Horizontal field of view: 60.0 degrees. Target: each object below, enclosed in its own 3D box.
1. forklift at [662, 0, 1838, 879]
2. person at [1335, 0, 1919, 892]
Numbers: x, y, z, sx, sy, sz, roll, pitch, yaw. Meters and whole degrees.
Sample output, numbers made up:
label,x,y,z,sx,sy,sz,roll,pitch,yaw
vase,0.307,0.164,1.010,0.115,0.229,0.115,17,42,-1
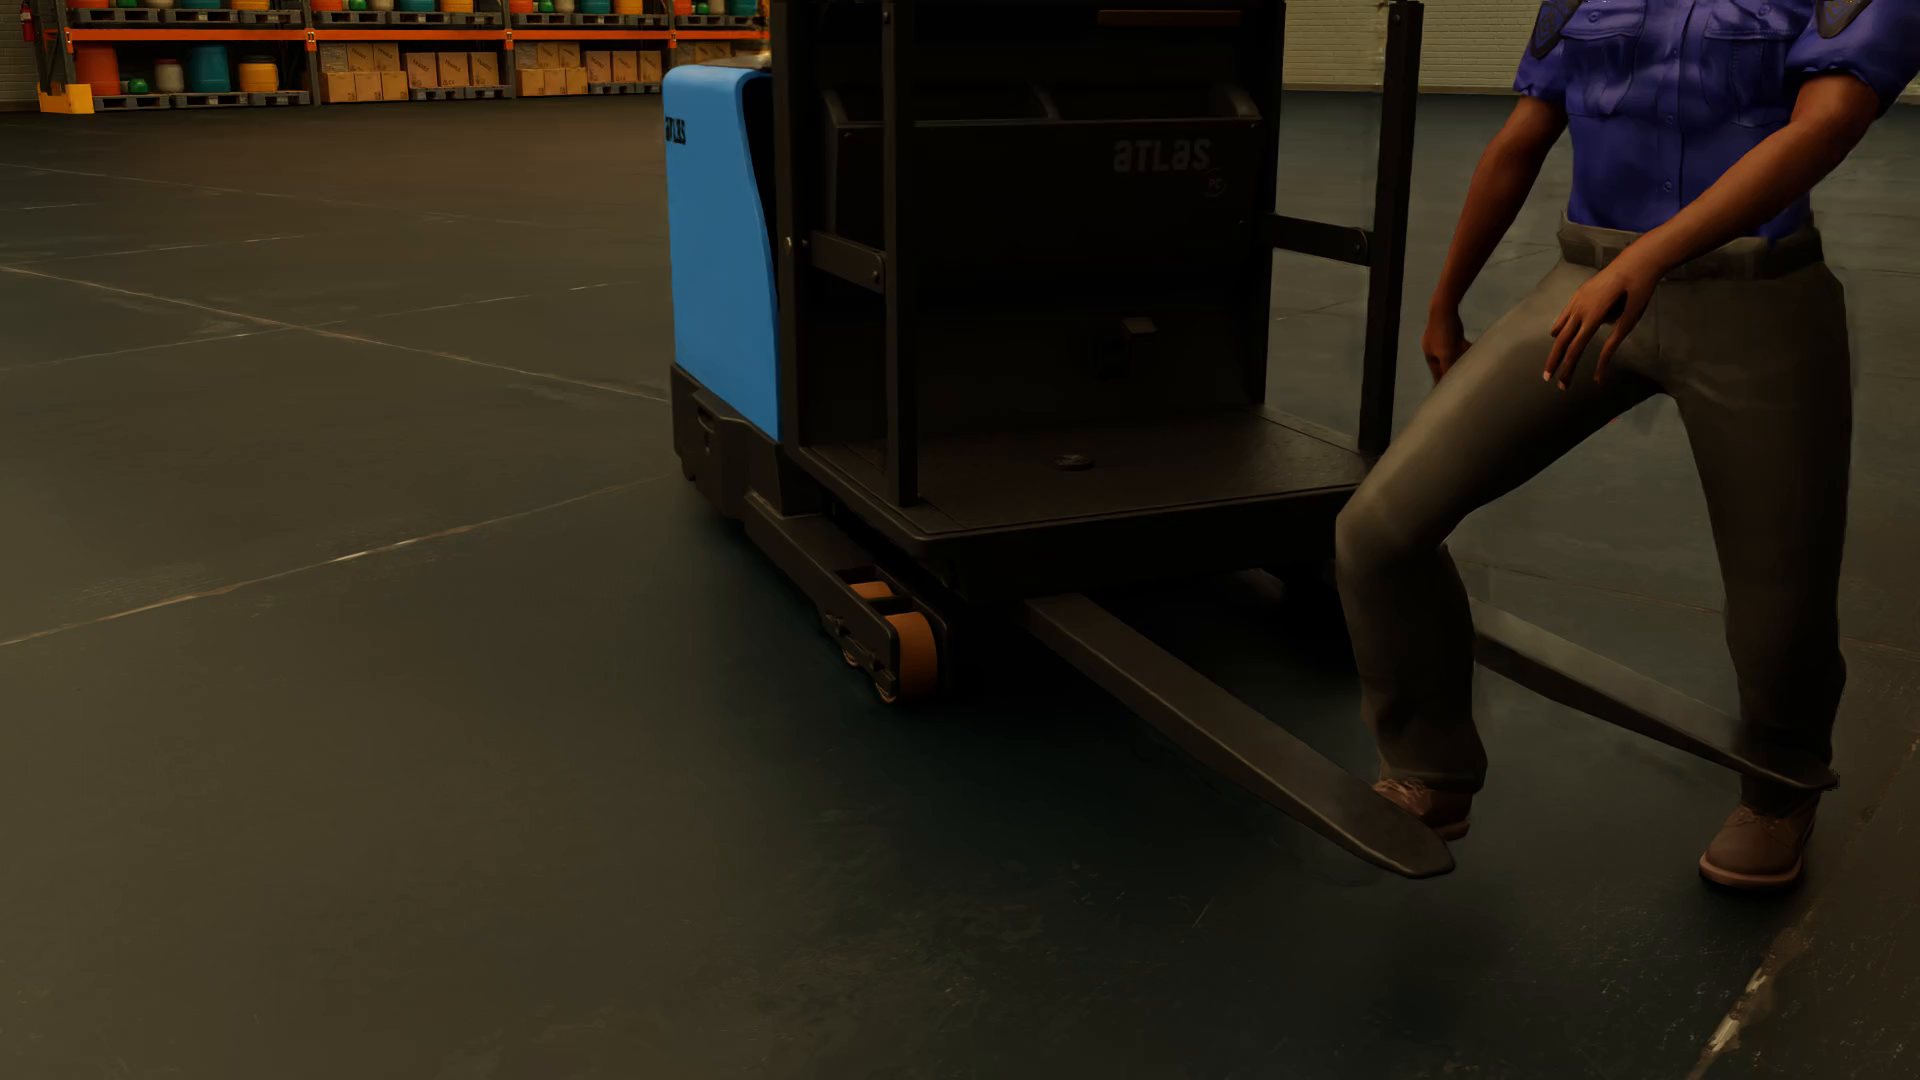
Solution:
label,x,y,z,sx,sy,sz,roll,pitch,yaw
forklift,0.255,-1.248,3.006,1.130,2.935,3.031,-7,18,-21
person,0.847,-0.270,2.119,0.599,1.571,0.783,13,21,36
